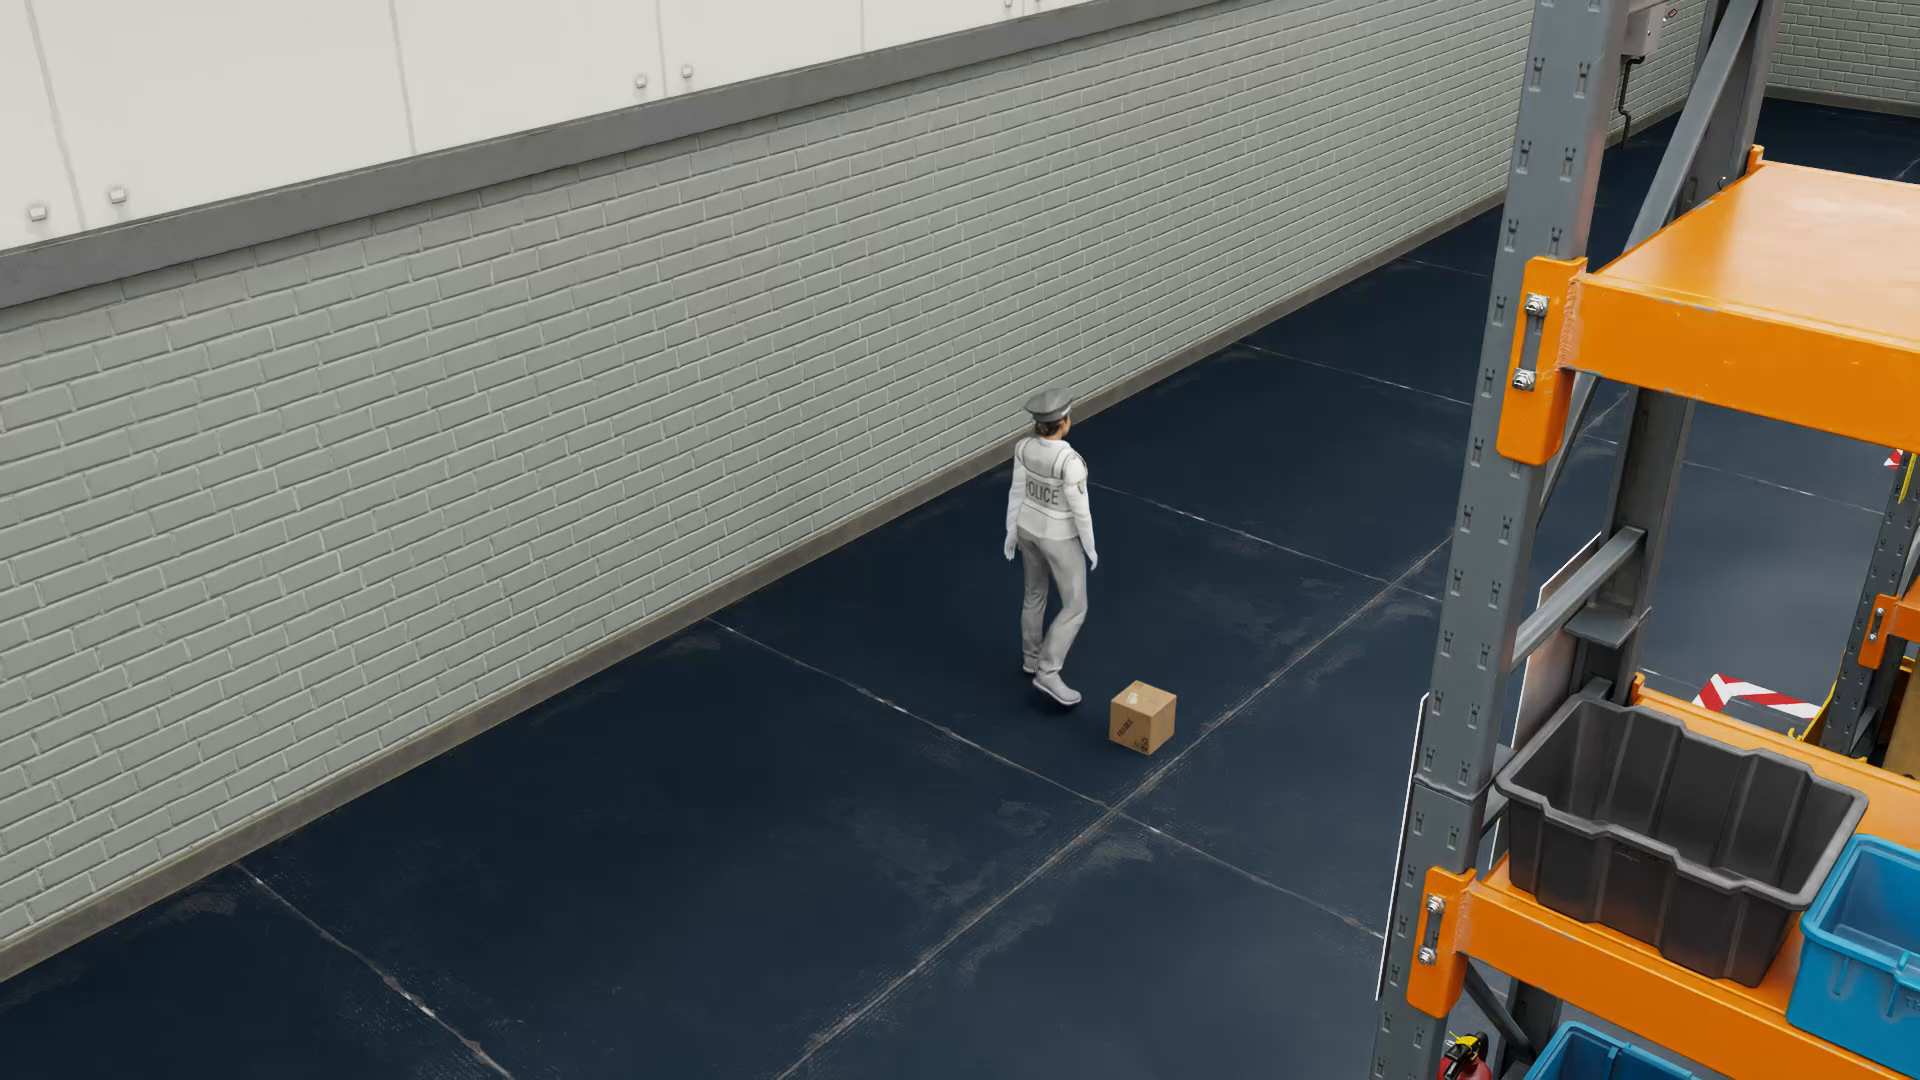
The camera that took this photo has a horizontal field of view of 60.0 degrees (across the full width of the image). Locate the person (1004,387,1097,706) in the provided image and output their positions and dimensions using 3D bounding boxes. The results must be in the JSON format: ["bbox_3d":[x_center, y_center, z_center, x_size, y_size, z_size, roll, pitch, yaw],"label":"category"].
[{"bbox_3d":[0.505,0.044,8.931,0.493,1.667,0.673,-24,36,-38],"label":"person"}]
